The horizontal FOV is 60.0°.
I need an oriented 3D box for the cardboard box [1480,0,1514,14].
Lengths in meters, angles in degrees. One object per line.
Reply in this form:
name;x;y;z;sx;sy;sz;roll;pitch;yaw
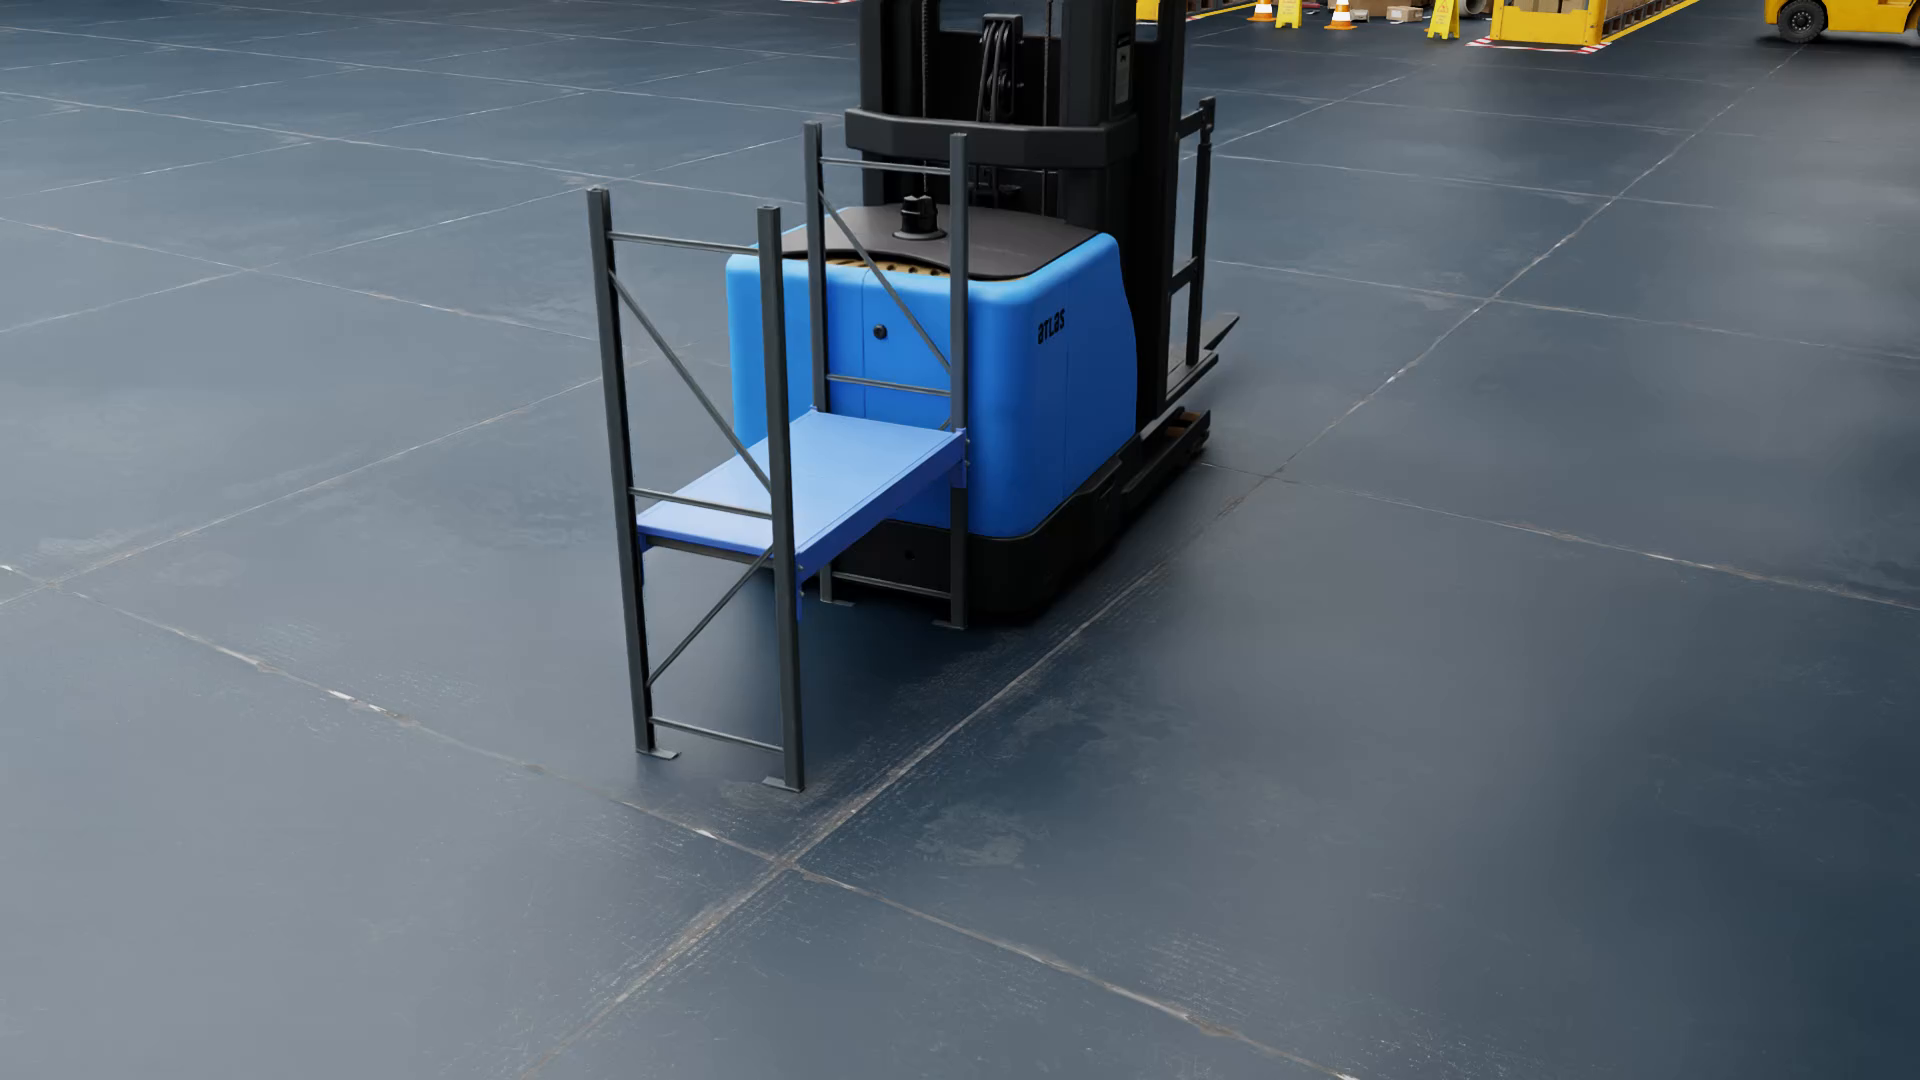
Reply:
cardboard box;6.937;-7.104;21.527;0.500;0.500;0.500;-7;24;-17

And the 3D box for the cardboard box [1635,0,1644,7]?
cardboard box;8.030;-6.649;20.266;0.500;0.250;0.500;14;27;30

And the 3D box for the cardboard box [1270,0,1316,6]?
cardboard box;4.453;-7.445;22.314;0.500;0.500;0.500;20;30;38

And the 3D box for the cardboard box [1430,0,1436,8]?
cardboard box;6.405;-7.247;22.155;0.258;0.266;0.396;-3;24;-7

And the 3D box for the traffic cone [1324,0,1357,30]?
traffic cone;4.557;-6.345;19.825;0.336;0.463;0.334;14;27;29

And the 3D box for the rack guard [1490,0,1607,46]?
rack guard;6.588;-5.855;18.645;1.175;0.500;0.348;14;27;29

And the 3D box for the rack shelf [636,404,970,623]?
rack shelf;-0.421;-0.104;4.555;0.538;0.185;1.000;10;25;22

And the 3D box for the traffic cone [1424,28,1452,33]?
traffic cone;5.679;-6.228;19.553;0.336;0.463;0.334;14;27;29

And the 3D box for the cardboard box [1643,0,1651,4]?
cardboard box;8.302;-6.820;20.660;0.500;0.250;0.500;13;27;28

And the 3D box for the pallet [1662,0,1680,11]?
pallet;9.068;-7.310;22.370;1.003;0.211;1.213;14;27;29

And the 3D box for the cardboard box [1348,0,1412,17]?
cardboard box;5.324;-6.954;21.180;0.797;0.503;0.637;-3;24;-7

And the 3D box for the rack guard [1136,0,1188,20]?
rack guard;2.277;-6.824;20.885;1.175;0.500;0.348;14;27;29

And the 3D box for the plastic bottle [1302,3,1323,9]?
plastic bottle;4.659;-7.075;22.017;0.283;0.061;0.133;5;24;11

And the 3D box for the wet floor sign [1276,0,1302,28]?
wet floor sign;3.957;-6.474;19.894;0.267;0.644;0.232;9;25;20

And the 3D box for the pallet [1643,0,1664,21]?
pallet;8.334;-6.813;21.221;1.003;0.211;1.213;14;27;29

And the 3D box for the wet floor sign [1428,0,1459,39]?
wet floor sign;5.539;-6.056;18.927;0.232;0.644;0.267;-17;29;-35

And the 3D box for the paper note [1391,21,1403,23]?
paper note;5.356;-6.350;20.380;0.148;0.019;0.142;5;24;11

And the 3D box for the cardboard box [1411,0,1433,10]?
cardboard box;5.810;-7.334;21.886;0.797;0.637;0.503;14;27;29

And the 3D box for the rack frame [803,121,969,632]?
rack frame;-0.210;-0.453;4.908;0.500;1.500;0.032;10;25;22

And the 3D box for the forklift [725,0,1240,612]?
forklift;0.337;-1.679;5.940;1.130;2.935;3.031;10;25;22

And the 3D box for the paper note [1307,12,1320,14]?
paper note;4.537;-6.776;21.365;0.142;0.017;0.144;-17;29;-35

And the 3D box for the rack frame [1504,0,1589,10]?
rack frame;6.548;-6.976;18.089;1.000;3.000;0.127;14;27;29

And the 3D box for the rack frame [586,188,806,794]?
rack frame;-0.631;-0.085;4.059;0.500;1.500;0.032;10;25;22

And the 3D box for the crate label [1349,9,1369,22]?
crate label;4.919;-6.474;20.533;0.250;0.136;0.298;1;23;2

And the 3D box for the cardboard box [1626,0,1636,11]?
cardboard box;7.762;-6.479;19.873;0.500;0.250;0.500;16;28;32

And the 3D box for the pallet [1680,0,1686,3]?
pallet;9.710;-7.723;23.325;1.003;0.211;1.213;14;27;29

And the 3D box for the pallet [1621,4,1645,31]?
pallet;7.691;-6.399;20.266;1.003;0.211;1.213;14;27;29

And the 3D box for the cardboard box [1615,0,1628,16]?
cardboard box;7.484;-6.292;19.442;0.500;0.250;0.500;15;28;31

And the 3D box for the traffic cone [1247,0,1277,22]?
traffic cone;3.776;-6.697;20.637;0.336;0.463;0.334;14;27;29

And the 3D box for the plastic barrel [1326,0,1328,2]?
plastic barrel;5.104;-7.443;22.410;0.421;0.421;0.512;-7;24;-17

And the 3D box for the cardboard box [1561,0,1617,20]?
cardboard box;7.209;-6.122;19.047;0.500;0.250;0.500;14;27;29

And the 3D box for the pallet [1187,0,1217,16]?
pallet;2.645;-6.986;21.622;1.003;0.211;1.213;14;27;29

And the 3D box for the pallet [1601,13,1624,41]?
pallet;7.047;-5.989;19.319;1.003;0.211;1.213;14;27;29

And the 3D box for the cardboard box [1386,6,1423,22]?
cardboard box;5.523;-6.533;20.655;0.250;0.149;0.380;-12;26;-26

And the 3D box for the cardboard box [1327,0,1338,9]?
cardboard box;5.058;-7.109;21.837;0.396;0.266;0.258;20;30;38

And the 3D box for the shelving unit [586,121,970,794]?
shelving unit;-0.421;-0.269;4.484;0.538;1.500;1.048;10;25;22

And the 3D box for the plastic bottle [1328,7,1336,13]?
plastic bottle;4.839;-6.860;21.519;0.133;0.061;0.283;5;24;11

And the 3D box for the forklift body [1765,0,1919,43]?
forklift body;10.218;-6.570;18.220;2.313;2.155;1.214;14;27;29

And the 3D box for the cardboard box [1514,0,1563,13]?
cardboard box;6.759;-6.245;19.331;0.500;0.250;0.500;14;27;29

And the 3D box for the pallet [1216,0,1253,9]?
pallet;3.289;-7.396;22.569;1.003;0.211;1.213;14;27;29

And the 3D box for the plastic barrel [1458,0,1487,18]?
plastic barrel;6.352;-6.808;20.944;0.421;0.421;0.512;-7;24;-17
